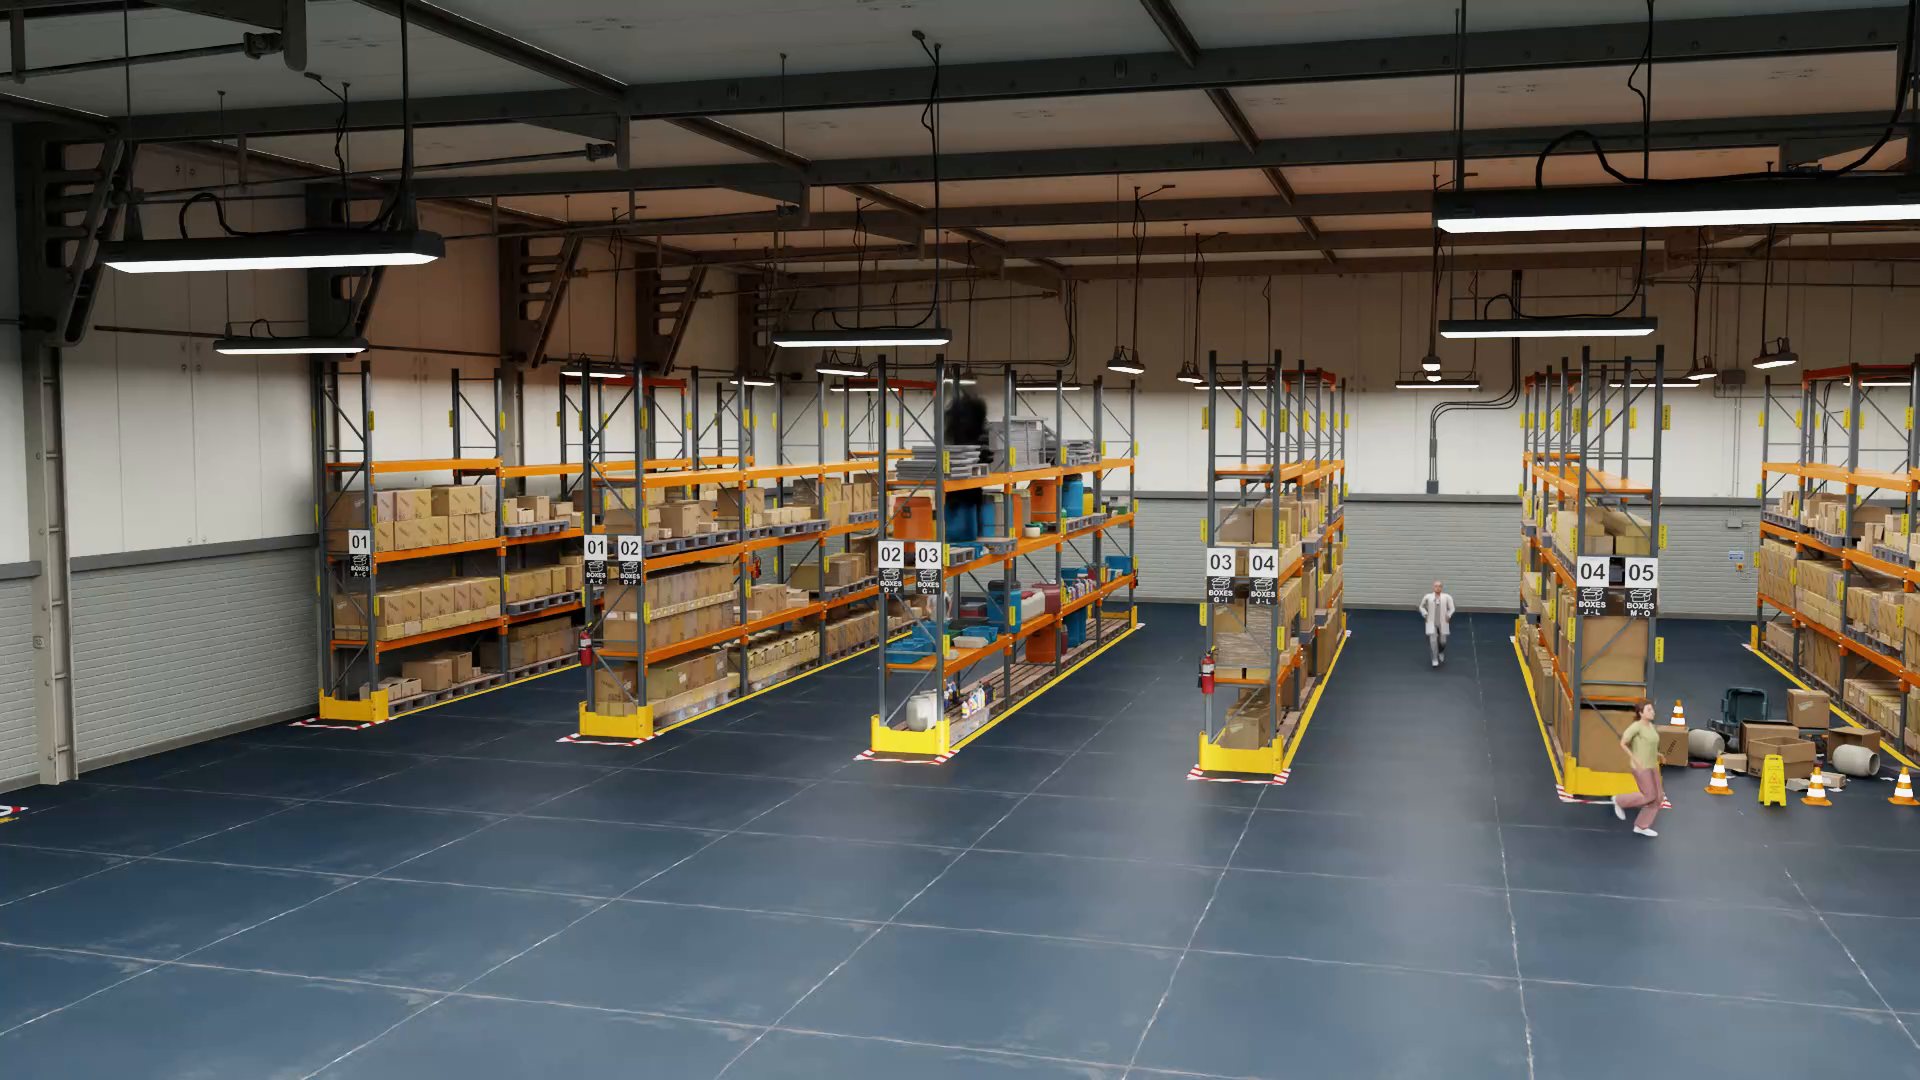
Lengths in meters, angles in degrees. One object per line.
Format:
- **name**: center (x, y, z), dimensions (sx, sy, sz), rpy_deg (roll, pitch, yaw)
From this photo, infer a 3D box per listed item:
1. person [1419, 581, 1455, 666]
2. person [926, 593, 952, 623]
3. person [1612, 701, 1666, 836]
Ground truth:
- **person**: center (9.756, 1.705, 34.035), dimensions (0.707, 1.724, 0.669), rpy_deg (1, 4, 14)
- **person**: center (-0.443, 1.680, 34.884), dimensions (0.550, 1.656, 0.926), rpy_deg (0, 4, 2)
- **person**: center (8.270, 2.762, 20.218), dimensions (0.582, 1.615, 0.580), rpy_deg (-3, 5, -34)
